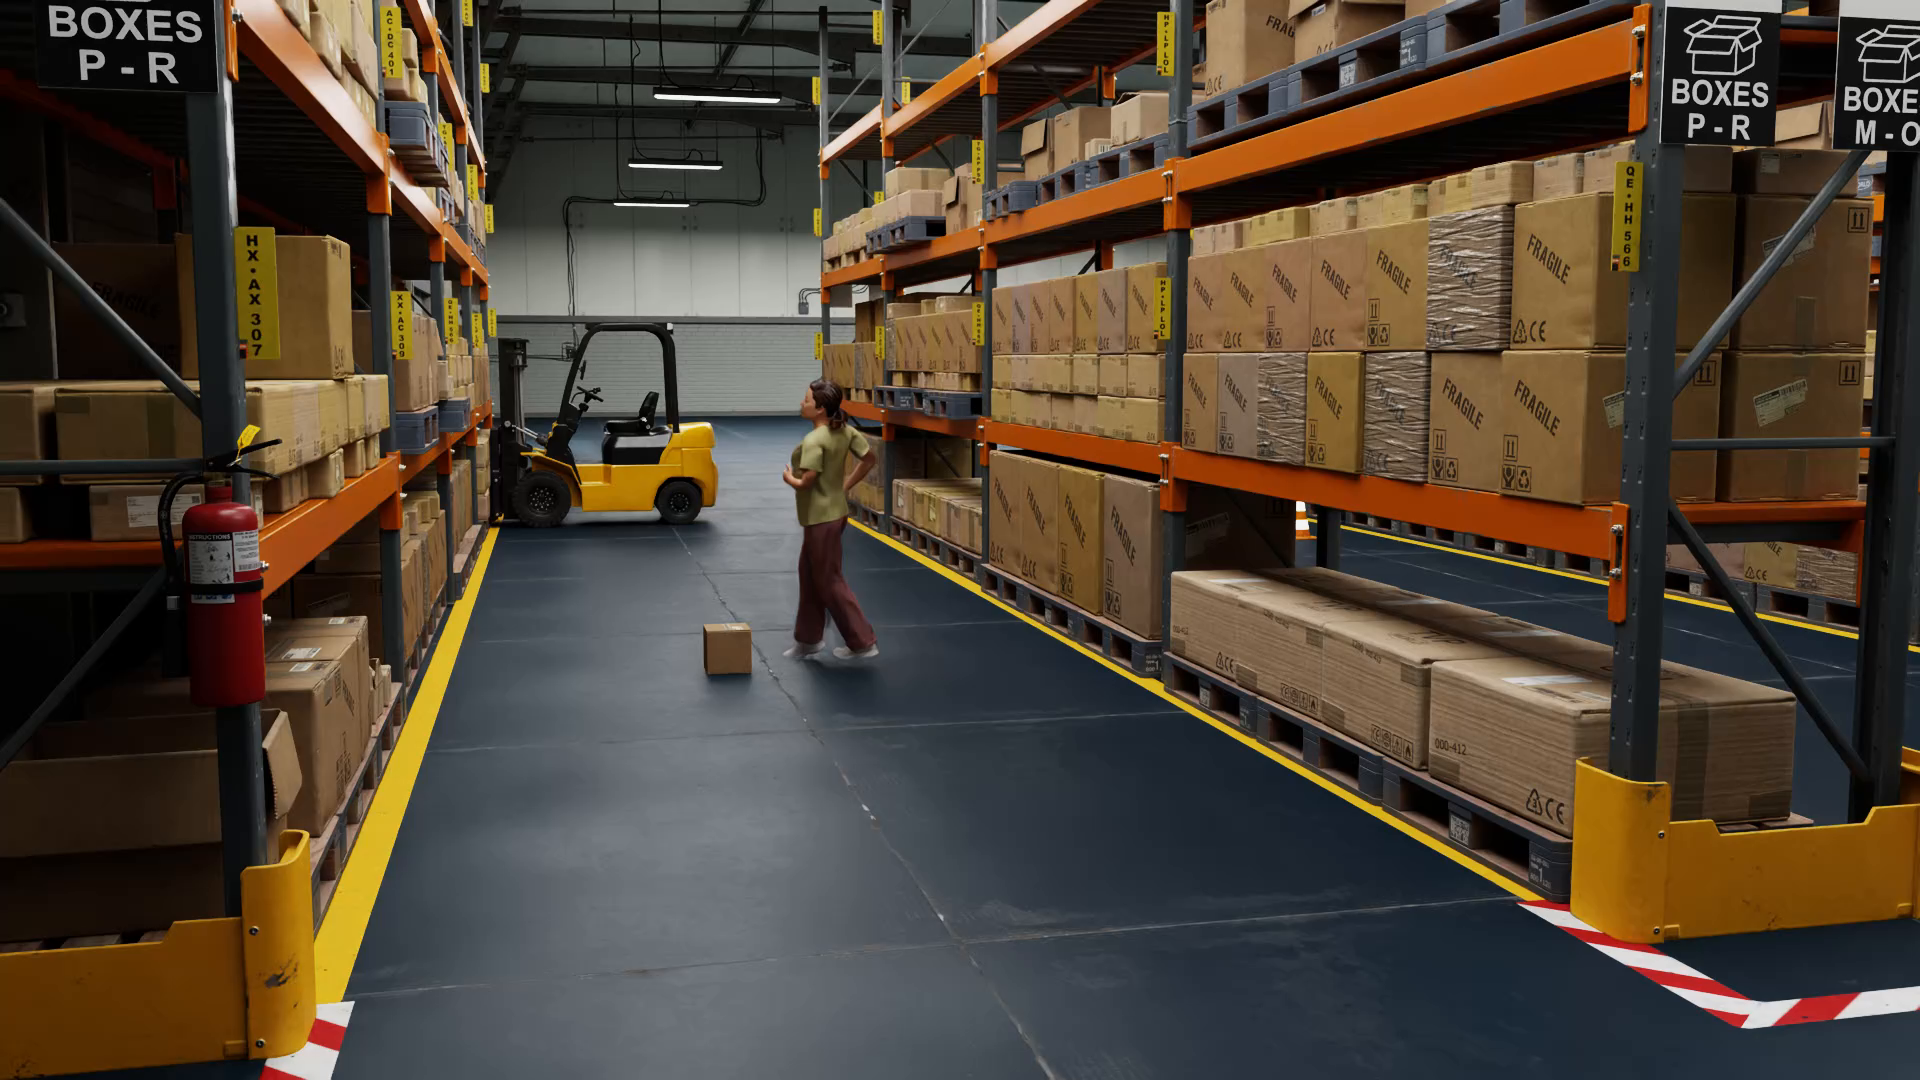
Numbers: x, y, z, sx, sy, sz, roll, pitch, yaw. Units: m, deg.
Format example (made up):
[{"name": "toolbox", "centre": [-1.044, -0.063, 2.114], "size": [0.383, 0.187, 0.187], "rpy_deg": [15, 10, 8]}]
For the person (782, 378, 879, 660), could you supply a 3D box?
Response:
[{"name": "person", "centre": [-0.825, -0.079, 9.485], "size": [0.665, 1.687, 0.653], "rpy_deg": [2, 6, 17]}]
